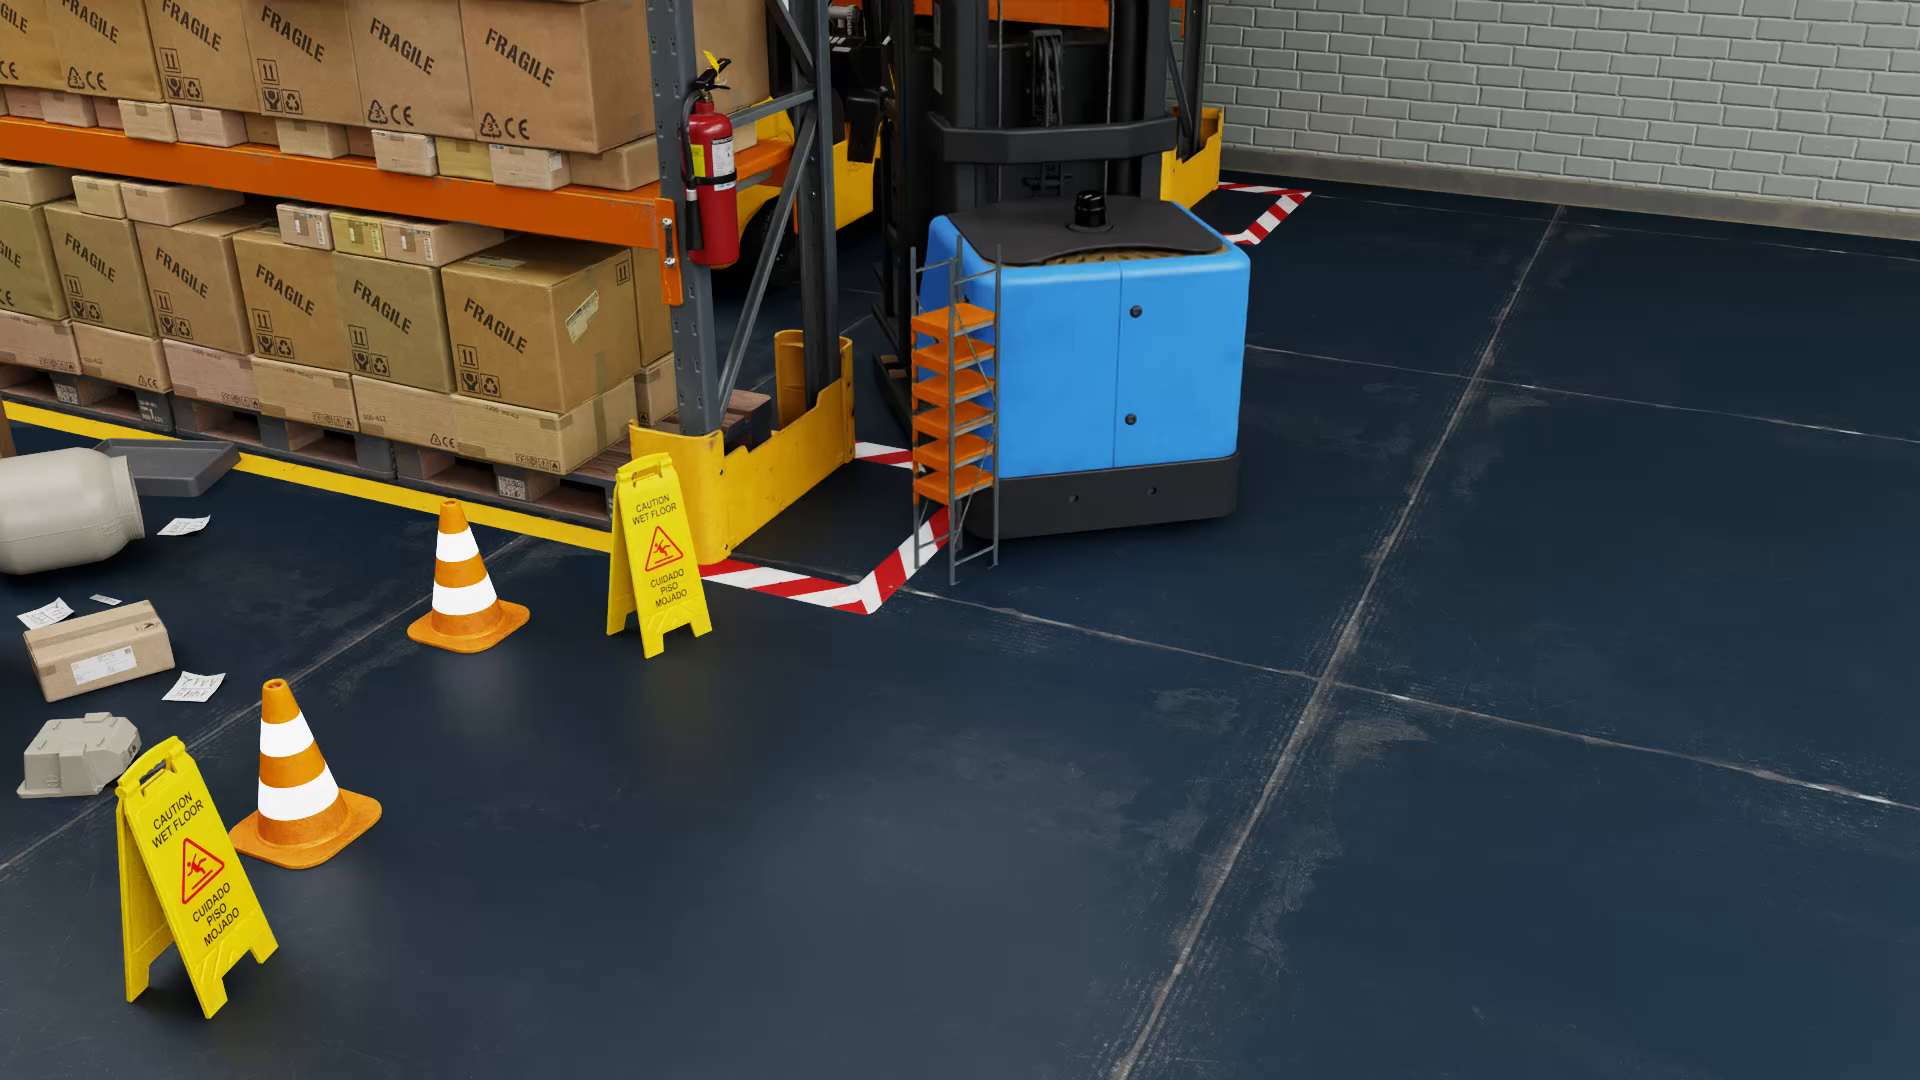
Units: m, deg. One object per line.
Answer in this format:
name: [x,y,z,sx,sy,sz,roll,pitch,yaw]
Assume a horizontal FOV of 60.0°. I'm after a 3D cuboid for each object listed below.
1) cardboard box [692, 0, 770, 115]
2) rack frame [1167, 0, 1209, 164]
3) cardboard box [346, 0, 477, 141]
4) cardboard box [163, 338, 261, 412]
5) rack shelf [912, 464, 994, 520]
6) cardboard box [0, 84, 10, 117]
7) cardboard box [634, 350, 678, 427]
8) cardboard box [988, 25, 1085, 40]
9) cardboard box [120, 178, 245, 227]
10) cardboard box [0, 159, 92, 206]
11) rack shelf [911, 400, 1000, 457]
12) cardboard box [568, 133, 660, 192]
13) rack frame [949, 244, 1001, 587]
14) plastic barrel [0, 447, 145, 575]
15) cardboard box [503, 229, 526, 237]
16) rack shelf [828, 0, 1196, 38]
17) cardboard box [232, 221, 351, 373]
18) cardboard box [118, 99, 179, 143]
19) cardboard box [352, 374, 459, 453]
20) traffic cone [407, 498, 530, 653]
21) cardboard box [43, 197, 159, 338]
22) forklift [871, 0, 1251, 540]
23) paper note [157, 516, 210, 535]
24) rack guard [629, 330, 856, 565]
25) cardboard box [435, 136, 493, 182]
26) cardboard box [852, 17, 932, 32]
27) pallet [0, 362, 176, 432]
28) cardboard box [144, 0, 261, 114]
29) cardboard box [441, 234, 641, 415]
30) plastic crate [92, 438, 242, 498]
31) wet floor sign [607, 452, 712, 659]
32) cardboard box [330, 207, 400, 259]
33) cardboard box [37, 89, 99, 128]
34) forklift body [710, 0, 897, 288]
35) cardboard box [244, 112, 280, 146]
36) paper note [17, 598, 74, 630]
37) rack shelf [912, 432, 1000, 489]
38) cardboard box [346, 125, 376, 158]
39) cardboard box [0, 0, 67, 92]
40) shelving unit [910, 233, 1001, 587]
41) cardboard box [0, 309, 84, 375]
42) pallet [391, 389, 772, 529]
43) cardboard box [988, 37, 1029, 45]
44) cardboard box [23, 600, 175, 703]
cardboard box: [-1.061,-1.873,6.209,0.500,0.500,0.500,11,28,21]
rack frame: [1.306,-3.493,9.950,0.127,3.000,1.000,11,28,22]
cardboard box: [-1.807,-1.757,5.973,0.500,0.500,0.500,11,28,22]
cardboard box: [-2.986,-0.778,7.071,0.500,0.250,0.500,11,28,21]
rack shelf: [-0.014,-0.181,5.904,0.258,0.103,0.180,-24,35,-39]
cardboard box: [-3.981,-1.904,7.005,0.250,0.149,0.380,12,29,23]
cardboard box: [-1.365,-0.710,6.935,0.500,0.250,0.500,11,28,21]
cardboard box: [0.491,-3.151,10.759,0.500,0.250,0.500,11,28,22]
cardboard box: [-3.157,-1.406,6.764,0.250,0.149,0.380,13,29,25]
cardboard box: [-3.872,-1.547,7.051,0.250,0.149,0.380,12,29,23]
rack shelf: [-0.014,-0.397,5.797,0.258,0.103,0.180,-24,35,-39]
cardboard box: [-1.174,-1.367,5.914,0.250,0.149,0.380,12,29,24]
rack frame: [0.050,-0.408,5.719,0.240,1.200,0.006,-24,35,-39]
plastic barrel: [-3.252,-0.110,5.994,0.512,0.421,0.421,-12,29,-23]
cardboard box: [-1.865,-1.145,6.968,0.500,0.500,0.500,10,28,20]
rack shelf: [-0.514,-3.536,10.851,4.000,0.370,1.077,11,28,22]
cardboard box: [-2.515,-1.019,6.712,0.500,0.500,0.500,11,28,21]
cardboard box: [-3.072,-1.691,6.574,0.250,0.149,0.380,12,28,22]
cardboard box: [-2.061,-0.589,6.688,0.500,0.250,0.500,11,28,22]
traffic cone: [-1.671,0.081,5.561,0.334,0.463,0.336,11,28,22]
cardboard box: [-3.469,-1.210,7.100,0.500,0.500,0.500,13,29,24]
forklift: [0.221,-1.945,6.883,1.130,2.935,3.031,-6,27,-12]
paper note: [-2.954,-0.058,6.333,0.148,0.019,0.142,2,26,4]
rack guard: [-0.814,-0.389,6.475,0.348,0.500,1.175,11,28,22]
cardboard box: [-1.675,-1.424,6.030,0.250,0.149,0.380,11,28,21]
cardboard box: [-0.424,-3.343,11.150,0.500,0.250,0.500,11,28,21]
pallet: [-3.760,-0.869,7.775,1.213,0.211,1.003,11,28,22]
cardboard box: [-2.715,-1.950,6.365,0.500,0.500,0.500,12,29,22]
cardboard box: [-1.582,-0.830,6.328,0.500,0.500,0.500,12,28,22]
plastic crate: [-3.297,-0.302,6.772,0.583,0.080,0.402,2,26,4]
wet floor sign: [-1.015,0.024,5.470,0.232,0.644,0.267,23,35,39]
cardboard box: [-2.172,-1.208,6.362,0.250,0.149,0.380,12,29,23]
cardboard box: [-3.516,-1.808,6.811,0.250,0.149,0.380,12,29,23]
forklift body: [-1.175,-2.726,9.352,1.214,2.155,2.313,11,28,22]
cardboard box: [-2.558,-1.654,6.498,0.250,0.149,0.380,11,28,22]
paper note: [-3.141,0.252,5.716,0.142,0.019,0.148,23,35,39]
rack shelf: [-0.014,-0.289,5.851,0.258,0.103,0.180,-24,35,-39]
cardboard box: [-2.097,-1.562,6.311,0.250,0.149,0.380,12,29,23]
cardboard box: [-3.635,-2.132,6.734,0.500,0.500,0.500,11,28,22]
shelving unit: [-0.014,-0.436,5.778,0.258,1.200,0.189,-24,35,-39]
cardboard box: [-3.961,-0.967,7.455,0.500,0.250,0.500,10,28,19]
pallet: [-1.539,-0.423,6.869,1.213,0.211,1.003,11,28,22]
cardboard box: [0.291,-2.947,10.345,0.500,0.250,0.500,12,29,23]
cardboard box: [-2.774,0.355,5.361,0.380,0.149,0.250,-18,31,-31]
